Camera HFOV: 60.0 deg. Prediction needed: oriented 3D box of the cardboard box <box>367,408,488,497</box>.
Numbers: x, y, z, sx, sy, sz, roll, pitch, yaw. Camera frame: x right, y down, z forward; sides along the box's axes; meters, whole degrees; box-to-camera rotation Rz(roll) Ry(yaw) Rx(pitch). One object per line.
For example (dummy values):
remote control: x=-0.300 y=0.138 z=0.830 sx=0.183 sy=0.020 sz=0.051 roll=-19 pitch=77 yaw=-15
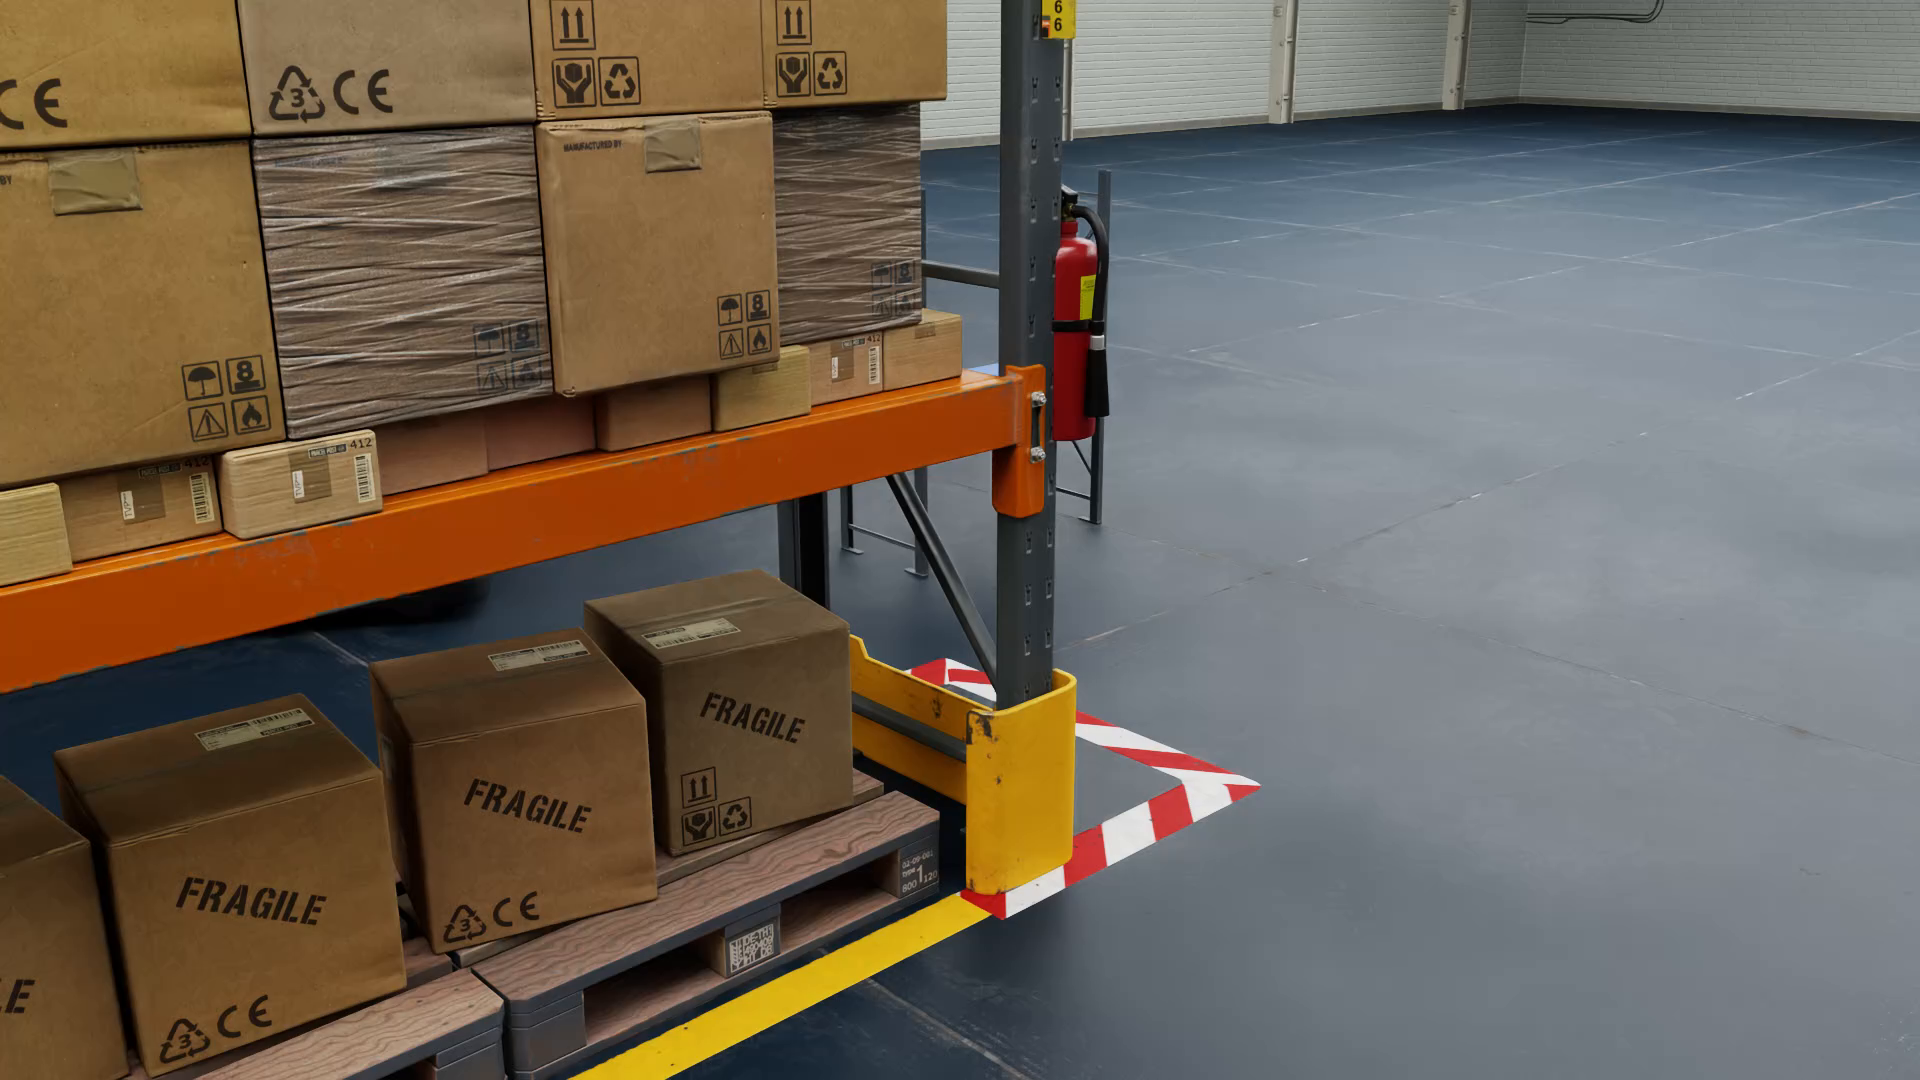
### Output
cardboard box: x=-1.108 y=-0.208 z=3.169 sx=0.250 sy=0.149 sz=0.380 roll=-16 pitch=24 yaw=-41

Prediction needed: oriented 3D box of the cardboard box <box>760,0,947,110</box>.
cardboard box: x=-0.376 y=-1.195 z=3.542 sx=0.500 sy=0.500 sz=0.500 roll=-16 pitch=24 yaw=-41

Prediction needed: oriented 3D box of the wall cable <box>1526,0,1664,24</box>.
wall cable: x=13.355 y=-12.151 z=34.905 sx=0.112 sy=2.526 sz=3.097 roll=-16 pitch=24 yaw=-41

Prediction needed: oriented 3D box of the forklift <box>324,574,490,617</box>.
forklift: x=-3.322 y=-1.163 z=5.819 sx=3.031 sy=2.935 sz=1.130 roll=-4 pitch=18 yaw=-11

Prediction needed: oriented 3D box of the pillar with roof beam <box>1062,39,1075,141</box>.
pillar with roof beam: x=4.544 y=-9.792 z=22.597 sx=0.400 sy=9.000 sz=9.100 roll=-16 pitch=24 yaw=-41

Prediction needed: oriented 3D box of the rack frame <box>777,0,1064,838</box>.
rack frame: x=-0.146 y=-0.702 z=4.288 sx=0.127 sy=3.000 sz=1.000 roll=-16 pitch=24 yaw=-41

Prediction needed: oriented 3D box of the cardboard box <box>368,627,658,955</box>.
cardboard box: x=-1.022 y=0.550 z=3.798 sx=0.500 sy=0.500 sz=0.500 roll=-9 pitch=20 yaw=-27

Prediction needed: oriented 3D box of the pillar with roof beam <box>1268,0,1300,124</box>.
pillar with roof beam: x=8.903 y=-11.064 z=26.518 sx=0.400 sy=9.000 sz=9.100 roll=-16 pitch=24 yaw=-41

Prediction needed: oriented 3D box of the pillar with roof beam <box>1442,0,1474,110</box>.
pillar with roof beam: x=13.263 y=-12.335 z=30.440 sx=0.400 sy=9.000 sz=9.100 roll=-16 pitch=24 yaw=-41

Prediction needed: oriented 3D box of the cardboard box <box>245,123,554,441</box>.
cardboard box: x=-1.239 y=-0.552 z=3.179 sx=0.500 sy=0.500 sz=0.875 roll=-16 pitch=24 yaw=-41

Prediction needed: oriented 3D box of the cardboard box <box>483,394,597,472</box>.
cardboard box: x=-0.942 y=-0.266 z=3.348 sx=0.250 sy=0.149 sz=0.380 roll=-16 pitch=24 yaw=-41

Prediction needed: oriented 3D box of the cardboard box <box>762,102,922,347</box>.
cardboard box: x=-0.565 y=-0.781 z=3.886 sx=0.500 sy=0.500 sz=0.875 roll=-16 pitch=24 yaw=-41

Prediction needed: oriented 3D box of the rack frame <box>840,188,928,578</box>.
rack frame: x=-0.307 y=-0.624 z=6.477 sx=0.032 sy=1.500 sz=0.500 roll=-16 pitch=24 yaw=-41

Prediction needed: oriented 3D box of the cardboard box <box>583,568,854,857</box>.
cardboard box: x=-0.611 y=0.415 z=4.212 sx=0.500 sy=0.500 sz=0.500 roll=-11 pitch=21 yaw=-31

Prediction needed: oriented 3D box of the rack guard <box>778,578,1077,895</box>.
rack guard: x=-0.201 y=0.503 z=4.624 sx=0.348 sy=0.500 sz=1.175 roll=-16 pitch=24 yaw=-41

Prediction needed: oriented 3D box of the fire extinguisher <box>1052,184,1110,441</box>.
fire extinguisher: x=0.254 y=-0.587 z=4.056 sx=0.183 sy=0.674 sz=0.296 roll=-16 pitch=24 yaw=-41

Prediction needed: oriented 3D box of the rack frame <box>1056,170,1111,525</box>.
rack frame: x=0.431 y=-0.839 z=7.141 sx=0.032 sy=1.500 sz=0.500 roll=-16 pitch=24 yaw=-41

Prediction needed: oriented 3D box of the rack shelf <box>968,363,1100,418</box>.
rack shelf: x=0.062 y=-0.560 z=6.865 sx=1.000 sy=0.185 sz=0.538 roll=-16 pitch=24 yaw=-41

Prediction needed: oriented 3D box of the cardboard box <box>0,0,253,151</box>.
cardboard box: x=-1.469 y=-0.878 z=2.565 sx=0.500 sy=0.500 sz=0.500 roll=-16 pitch=24 yaw=-41

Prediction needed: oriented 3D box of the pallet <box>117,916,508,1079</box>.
pallet: x=-1.702 y=1.062 z=3.368 sx=1.213 sy=0.211 sz=1.003 roll=-16 pitch=24 yaw=-41

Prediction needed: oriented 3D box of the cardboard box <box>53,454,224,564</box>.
cardboard box: x=-1.459 y=-0.098 z=2.829 sx=0.250 sy=0.149 sz=0.380 roll=-16 pitch=24 yaw=-41

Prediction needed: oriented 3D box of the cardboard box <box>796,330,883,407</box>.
cardboard box: x=-0.394 y=-0.423 z=3.835 sx=0.250 sy=0.149 sz=0.380 roll=-16 pitch=24 yaw=-41

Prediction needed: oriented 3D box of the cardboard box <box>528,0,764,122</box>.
cardboard box: x=-0.735 y=-1.088 z=3.211 sx=0.500 sy=0.500 sz=0.500 roll=-16 pitch=24 yaw=-41

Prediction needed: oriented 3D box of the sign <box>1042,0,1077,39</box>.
sign: x=0.221 y=-1.275 z=3.664 sx=0.005 sy=0.325 sz=0.100 roll=-16 pitch=24 yaw=-41

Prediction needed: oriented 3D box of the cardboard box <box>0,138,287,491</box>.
cardboard box: x=-1.610 y=-0.449 z=2.861 sx=0.500 sy=0.500 sz=0.875 roll=-16 pitch=24 yaw=-41

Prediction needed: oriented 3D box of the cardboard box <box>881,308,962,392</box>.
cardboard box: x=-0.211 y=-0.476 z=3.998 sx=0.250 sy=0.149 sz=0.380 roll=-16 pitch=24 yaw=-41

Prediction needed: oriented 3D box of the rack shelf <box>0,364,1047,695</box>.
rack shelf: x=-1.599 y=0.064 z=3.092 sx=4.000 sy=0.370 sz=1.077 roll=-16 pitch=24 yaw=-41

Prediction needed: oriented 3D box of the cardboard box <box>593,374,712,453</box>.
cardboard box: x=-0.732 y=-0.309 z=3.483 sx=0.250 sy=0.149 sz=0.380 roll=-16 pitch=24 yaw=-41

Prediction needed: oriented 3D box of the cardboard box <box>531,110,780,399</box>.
cardboard box: x=-0.846 y=-0.648 z=3.476 sx=0.500 sy=0.500 sz=0.875 roll=-16 pitch=24 yaw=-41

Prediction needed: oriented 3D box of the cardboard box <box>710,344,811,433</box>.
cardboard box: x=-0.540 y=-0.359 z=3.636 sx=0.250 sy=0.149 sz=0.380 roll=-16 pitch=24 yaw=-41

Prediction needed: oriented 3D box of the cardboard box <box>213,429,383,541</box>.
cardboard box: x=-1.229 y=-0.135 z=2.945 sx=0.250 sy=0.149 sz=0.380 roll=-16 pitch=24 yaw=-41

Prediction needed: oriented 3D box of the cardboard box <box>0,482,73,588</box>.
cardboard box: x=-1.609 y=-0.034 z=2.634 sx=0.250 sy=0.149 sz=0.380 roll=-16 pitch=24 yaw=-41

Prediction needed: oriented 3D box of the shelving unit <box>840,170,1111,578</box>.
shelving unit: x=0.062 y=-0.732 z=6.809 sx=1.048 sy=1.500 sz=0.538 roll=-16 pitch=24 yaw=-41

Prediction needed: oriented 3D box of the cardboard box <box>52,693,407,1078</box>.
cardboard box: x=-1.490 y=0.678 z=3.402 sx=0.500 sy=0.500 sz=0.500 roll=-14 pitch=22 yaw=-36

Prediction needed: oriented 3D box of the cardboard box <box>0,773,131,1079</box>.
cardboard box: x=-1.926 y=0.786 z=3.068 sx=0.500 sy=0.500 sz=0.500 roll=15 pitch=23 yaw=39

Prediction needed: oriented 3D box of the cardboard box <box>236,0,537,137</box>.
cardboard box: x=-1.100 y=-0.983 z=2.886 sx=0.500 sy=0.500 sz=0.500 roll=-16 pitch=24 yaw=-41

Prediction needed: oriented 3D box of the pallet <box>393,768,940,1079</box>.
pallet: x=-0.816 y=0.804 z=4.162 sx=1.213 sy=0.211 sz=1.003 roll=-16 pitch=24 yaw=-41
